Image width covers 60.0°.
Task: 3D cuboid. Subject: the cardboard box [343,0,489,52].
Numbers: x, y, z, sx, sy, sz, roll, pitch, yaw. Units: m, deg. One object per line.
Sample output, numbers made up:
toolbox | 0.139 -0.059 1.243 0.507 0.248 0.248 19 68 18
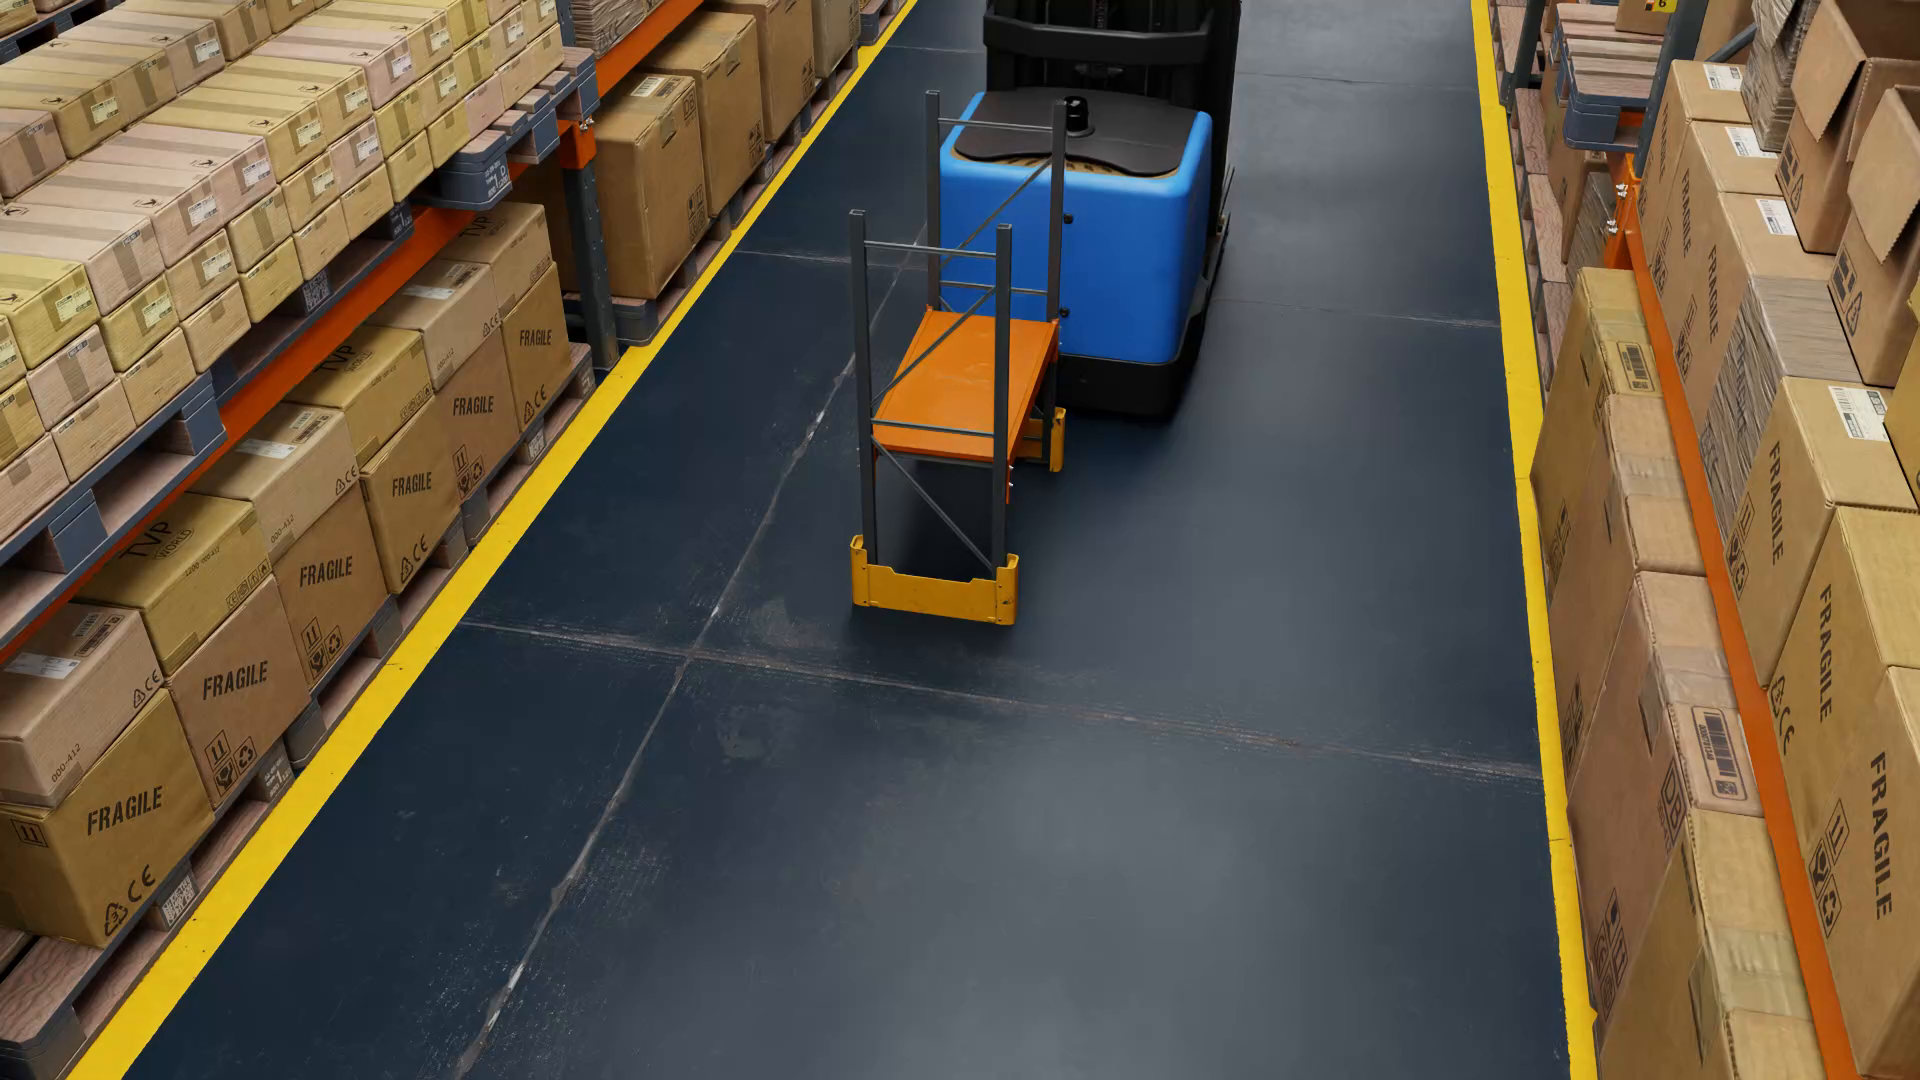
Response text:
cardboard box | -1.771 -1.716 5.410 0.380 0.149 0.250 8 37 11

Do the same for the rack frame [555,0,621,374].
rack frame | -2.002 -2.039 6.507 1.000 3.000 0.127 7 37 10

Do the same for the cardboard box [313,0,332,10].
cardboard box | -2.345 -1.953 5.738 0.380 0.149 0.250 6 36 9

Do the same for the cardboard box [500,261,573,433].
cardboard box | -1.887 -0.786 6.551 0.500 0.500 0.500 7 37 10

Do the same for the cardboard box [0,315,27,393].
cardboard box | -2.270 -0.383 3.572 0.380 0.149 0.250 8 37 11

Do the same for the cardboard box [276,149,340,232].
cardboard box | -1.991 -0.999 4.675 0.380 0.149 0.250 7 36 9

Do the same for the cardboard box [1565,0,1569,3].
cardboard box | 3.801 -3.034 9.653 0.500 0.500 0.500 6 36 9

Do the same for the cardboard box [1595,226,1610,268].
cardboard box | 2.945 -0.912 6.707 0.700 0.500 0.500 5 36 8

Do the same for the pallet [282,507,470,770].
pallet | -2.433 0.236 5.745 1.003 0.211 1.213 7 37 10

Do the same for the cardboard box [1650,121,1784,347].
cardboard box | 2.344 -0.859 4.794 0.500 0.500 0.500 6 36 9

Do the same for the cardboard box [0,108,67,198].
cardboard box | -2.682 -1.056 4.501 0.380 0.149 0.250 6 36 8

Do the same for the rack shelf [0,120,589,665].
rack shelf | -2.429 -0.601 5.136 1.077 0.370 4.000 7 37 10

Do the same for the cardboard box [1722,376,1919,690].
cardboard box | 2.018 0.008 3.598 0.500 0.500 0.500 7 37 9

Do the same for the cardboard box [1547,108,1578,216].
cardboard box | 3.285 -1.877 8.039 0.700 0.500 0.500 4 36 6

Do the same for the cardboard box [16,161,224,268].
cardboard box | -2.102 -0.820 4.174 0.380 0.149 0.250 7 37 10

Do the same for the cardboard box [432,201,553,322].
cardboard box | -1.892 -1.075 6.311 0.500 0.250 0.500 6 36 9

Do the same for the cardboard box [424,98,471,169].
cardboard box | -1.825 -1.334 5.391 0.380 0.149 0.250 7 36 9

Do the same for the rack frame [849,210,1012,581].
rack frame | -0.090 -0.365 5.475 0.500 1.500 0.032 7 37 10

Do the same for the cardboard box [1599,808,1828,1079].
cardboard box | 2.084 1.255 3.415 1.225 0.875 0.875 7 37 10

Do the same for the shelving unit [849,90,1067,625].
shelving unit | 0.016 -0.651 5.870 0.587 1.500 1.083 7 37 10

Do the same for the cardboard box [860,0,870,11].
cardboard box | -0.945 -3.993 10.657 0.875 0.875 0.875 8 37 11

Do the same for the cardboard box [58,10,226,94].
cardboard box | -2.515 -1.506 5.121 0.380 0.149 0.250 9 37 12

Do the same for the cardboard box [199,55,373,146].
cardboard box | -1.937 -1.268 4.793 0.380 0.149 0.250 9 37 12

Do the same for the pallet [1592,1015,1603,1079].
pallet | 2.058 1.611 3.847 1.003 0.211 1.213 7 37 10

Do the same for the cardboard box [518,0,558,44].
cardboard box | -1.663 -1.887 5.900 0.380 0.149 0.250 8 37 11

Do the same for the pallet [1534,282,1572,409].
pallet | 2.990 -0.678 7.005 1.003 0.211 1.213 7 37 10

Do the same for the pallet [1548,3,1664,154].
pallet | 2.870 -1.703 6.207 1.213 0.211 1.003 7 37 10

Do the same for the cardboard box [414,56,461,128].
cardboard box | -1.826 -1.439 5.283 0.380 0.149 0.250 7 37 10

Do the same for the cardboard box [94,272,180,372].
cardboard box | -2.160 -0.548 4.053 0.380 0.149 0.250 6 36 8

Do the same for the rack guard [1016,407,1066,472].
rack guard | 0.123 -0.430 6.631 0.587 0.250 0.087 7 37 10

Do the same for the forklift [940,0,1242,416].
forklift | 0.716 -2.561 7.286 1.130 2.935 3.031 8 37 11

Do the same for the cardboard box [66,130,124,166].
cardboard box | -2.629 -1.082 4.789 0.380 0.149 0.250 9 37 12

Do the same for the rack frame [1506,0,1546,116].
rack frame | 3.676 -3.652 8.733 1.000 3.000 0.127 7 37 10

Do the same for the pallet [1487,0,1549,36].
pallet | 4.043 -3.614 11.057 1.003 0.211 1.213 7 37 10

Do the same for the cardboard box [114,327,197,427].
cardboard box | -2.158 -0.428 4.141 0.380 0.149 0.250 8 37 10

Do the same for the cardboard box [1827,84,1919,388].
cardboard box | 2.371 -0.630 3.623 0.797 0.503 0.637 8 37 11

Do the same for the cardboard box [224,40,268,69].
cardboard box | -2.465 -1.522 5.396 0.380 0.149 0.250 7 37 10

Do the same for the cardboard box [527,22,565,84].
cardboard box | -1.659 -1.767 5.988 0.380 0.149 0.250 8 37 11

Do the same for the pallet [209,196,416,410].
pallet | -2.385 -0.821 4.990 1.003 0.211 1.213 7 37 10

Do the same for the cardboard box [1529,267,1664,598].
cardboard box | 2.654 -0.276 5.527 1.225 0.875 0.875 6 36 8

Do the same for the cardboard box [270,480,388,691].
cardboard box | -2.230 0.101 5.327 0.500 0.500 0.500 8 37 11

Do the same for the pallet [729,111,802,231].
pallet | -1.497 -2.049 8.898 1.003 0.211 1.213 7 37 10

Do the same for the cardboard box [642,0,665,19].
cardboard box | -1.537 -2.595 7.189 0.500 0.500 0.500 7 37 10

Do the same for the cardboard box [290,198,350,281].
cardboard box | -1.993 -0.875 4.758 0.380 0.149 0.250 6 36 8

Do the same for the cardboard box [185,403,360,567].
cardboard box | -2.216 -0.195 5.096 0.500 0.250 0.500 9 37 12

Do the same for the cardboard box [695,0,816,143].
cardboard box | -1.402 -2.671 8.939 1.050 0.750 0.750 7 37 10
